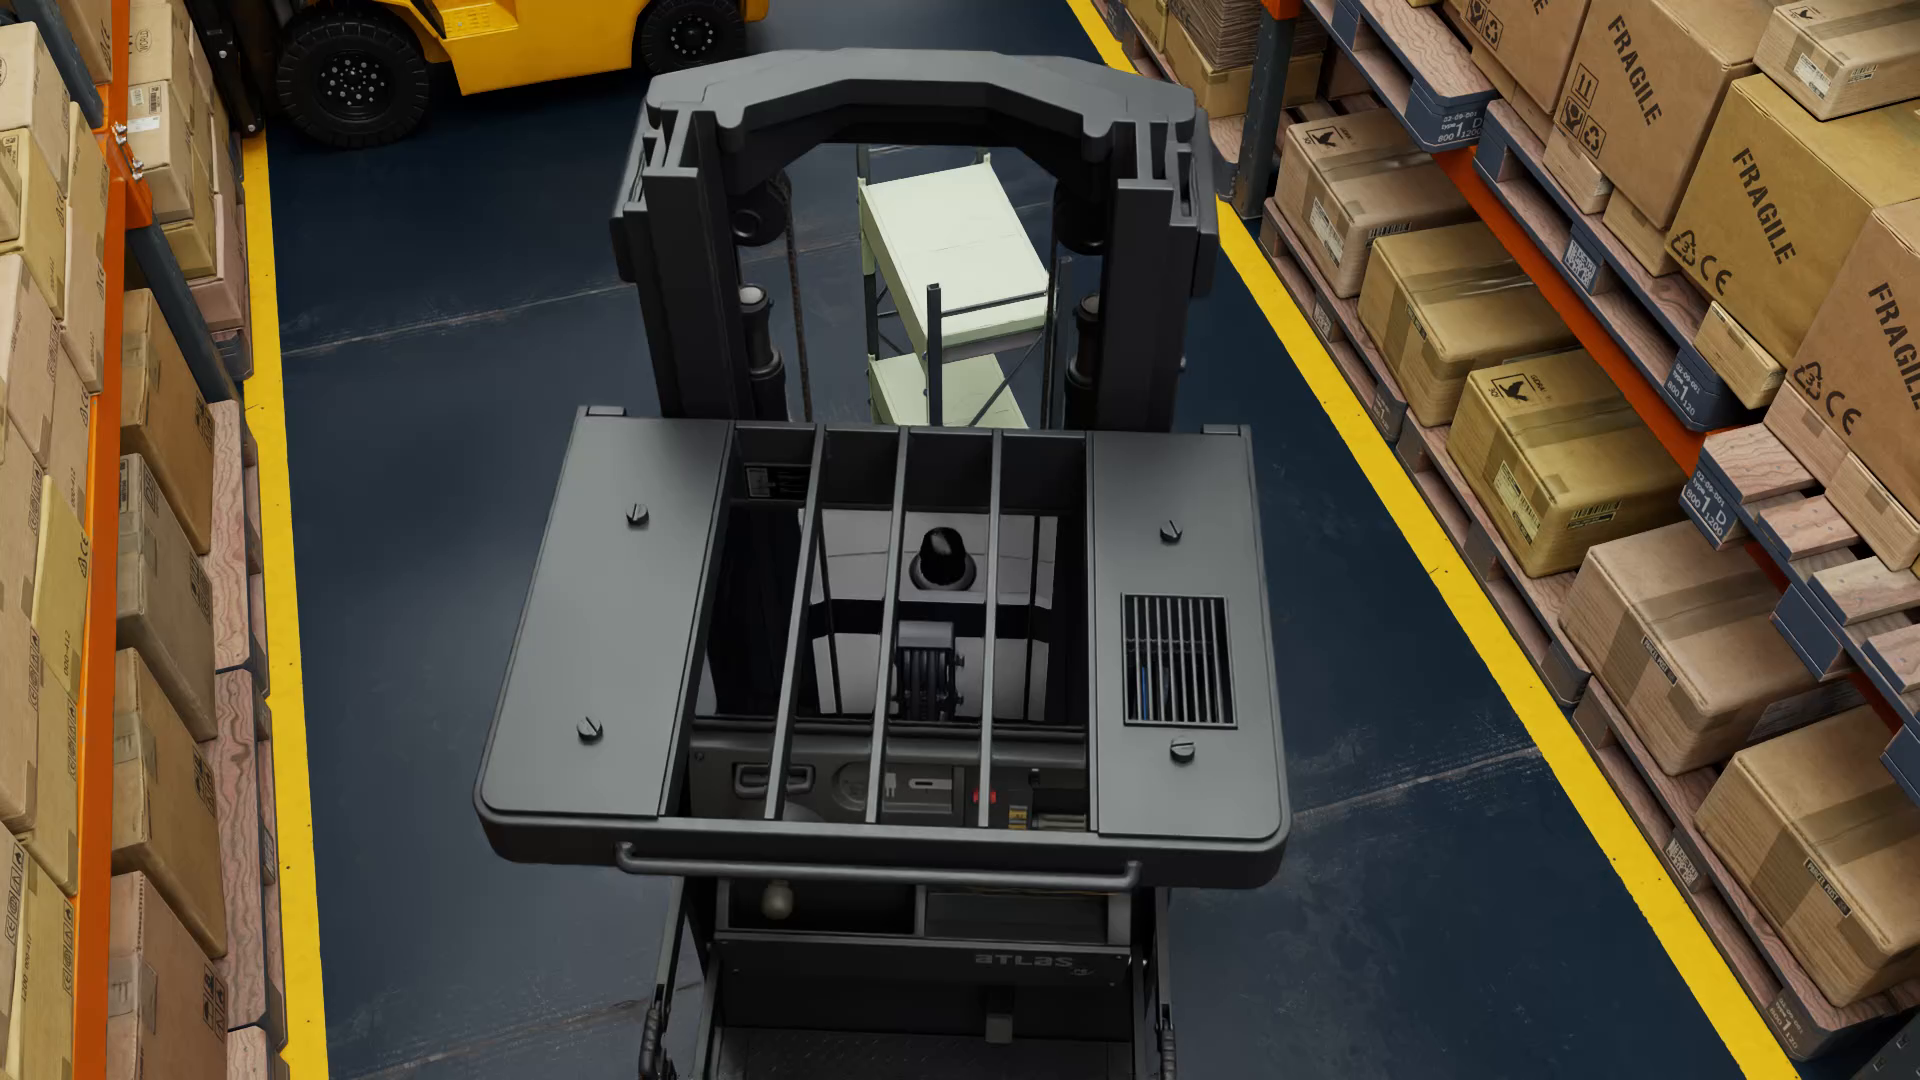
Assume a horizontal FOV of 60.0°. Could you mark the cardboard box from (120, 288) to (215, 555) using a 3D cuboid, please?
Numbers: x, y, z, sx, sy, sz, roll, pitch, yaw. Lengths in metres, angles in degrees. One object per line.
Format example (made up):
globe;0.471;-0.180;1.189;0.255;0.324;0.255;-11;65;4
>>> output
cardboard box;-2.951;-0.301;5.320;0.875;0.625;0.625;-11;51;-9

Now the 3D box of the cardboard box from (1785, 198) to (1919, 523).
cardboard box;2.244;-0.421;3.608;0.500;0.500;0.500;-14;51;-12

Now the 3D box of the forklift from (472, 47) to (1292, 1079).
forklift;-0.089;0.696;3.247;1.130;2.935;3.031;2;50;2

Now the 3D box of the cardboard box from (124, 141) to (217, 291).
cardboard box;-2.964;-1.143;5.948;0.500;0.250;0.500;-14;51;-11

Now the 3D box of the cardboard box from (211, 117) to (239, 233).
cardboard box;-3.107;-1.354;6.454;0.500;0.250;0.500;-14;51;-12

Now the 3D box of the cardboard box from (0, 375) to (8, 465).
cardboard box;-2.244;-0.249;3.508;0.380;0.149;0.250;-15;51;-12

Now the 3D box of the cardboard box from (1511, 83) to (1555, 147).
cardboard box;1.816;-1.262;4.741;0.380;0.149;0.250;-13;51;-11

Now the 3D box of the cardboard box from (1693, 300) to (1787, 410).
cardboard box;2.059;-0.491;4.091;0.380;0.149;0.250;-13;51;-10

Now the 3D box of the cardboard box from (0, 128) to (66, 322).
cardboard box;-2.567;-0.748;4.189;0.500;0.250;0.500;-15;51;-12

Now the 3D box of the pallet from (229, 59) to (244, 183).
pallet;-3.675;-1.894;7.208;1.003;0.211;1.213;-13;51;-11

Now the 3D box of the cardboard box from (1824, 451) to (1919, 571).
cardboard box;2.220;-0.107;3.768;0.380;0.149;0.250;-14;51;-11

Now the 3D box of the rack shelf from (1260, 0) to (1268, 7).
rack shelf;1.033;-3.664;7.347;1.077;0.370;4.000;-13;51;-11

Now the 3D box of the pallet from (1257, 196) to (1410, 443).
pallet;1.856;-0.968;6.428;1.003;0.211;1.213;-13;51;-11

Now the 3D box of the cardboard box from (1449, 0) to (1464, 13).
cardboard box;1.638;-1.925;4.876;0.500;0.500;0.500;-13;51;-11

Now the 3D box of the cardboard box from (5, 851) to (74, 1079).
cardboard box;-1.975;0.912;3.117;0.500;0.250;0.500;-14;51;-12

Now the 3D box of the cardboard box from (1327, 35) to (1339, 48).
cardboard box;1.708;-2.417;6.859;0.500;0.500;0.500;-11;51;-9

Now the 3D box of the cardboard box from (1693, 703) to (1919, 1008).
cardboard box;2.650;0.783;4.572;0.950;0.372;0.625;-16;52;-13

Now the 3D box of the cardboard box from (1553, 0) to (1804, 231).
cardboard box;1.933;-1.188;4.255;0.500;0.500;0.500;-15;52;-12

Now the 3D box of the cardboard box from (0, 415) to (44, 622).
cardboard box;-2.290;0.000;3.559;0.500;0.250;0.500;-13;51;-10

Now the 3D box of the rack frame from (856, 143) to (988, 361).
rack frame;-0.110;-0.756;5.406;0.400;1.500;0.023;-13;51;-11

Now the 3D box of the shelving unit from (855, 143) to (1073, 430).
shelving unit;-0.002;-0.488;5.181;0.431;1.500;0.755;-13;51;-11

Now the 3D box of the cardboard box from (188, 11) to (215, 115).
cardboard box;-3.252;-1.880;6.570;0.500;0.250;0.500;-14;51;-11

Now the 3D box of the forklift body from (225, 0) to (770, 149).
forklift body;-1.995;-2.985;6.860;2.313;2.155;1.214;-13;51;-11

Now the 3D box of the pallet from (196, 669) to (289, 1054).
pallet;-2.496;1.011;4.760;1.003;0.211;1.213;-13;51;-11

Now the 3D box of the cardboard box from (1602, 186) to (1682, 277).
cardboard box;1.952;-0.868;4.409;0.380;0.149;0.250;-15;51;-12

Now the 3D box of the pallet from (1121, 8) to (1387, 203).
pallet;1.392;-2.018;7.314;1.003;0.211;1.213;-13;51;-11

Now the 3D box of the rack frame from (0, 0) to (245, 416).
rack frame;-3.116;-1.310;4.892;1.000;3.000;0.127;-13;51;-11

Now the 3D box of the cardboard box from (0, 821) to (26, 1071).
cardboard box;-1.978;0.754;2.924;0.500;0.250;0.500;-12;51;-10

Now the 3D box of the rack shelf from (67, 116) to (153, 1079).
rack shelf;-2.524;0.383;3.936;1.077;0.370;4.000;-13;51;-11

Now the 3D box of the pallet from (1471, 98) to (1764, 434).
pallet;2.183;-0.888;4.662;1.003;0.211;1.213;-13;51;-11

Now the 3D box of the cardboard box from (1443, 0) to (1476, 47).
cardboard box;1.709;-1.640;5.060;0.380;0.149;0.250;-10;51;-9

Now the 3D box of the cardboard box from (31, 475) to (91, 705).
cardboard box;-2.285;0.159;3.753;0.500;0.250;0.500;-12;51;-10

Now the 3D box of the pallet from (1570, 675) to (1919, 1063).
pallet;2.578;0.814;4.925;1.003;0.211;1.213;-13;51;-11

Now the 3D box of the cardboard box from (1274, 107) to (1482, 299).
cardboard box;1.782;-1.341;6.362;0.950;0.372;0.625;-13;51;-11

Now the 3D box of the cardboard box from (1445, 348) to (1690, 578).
cardboard box;2.205;-0.309;5.492;0.950;0.372;0.625;-12;51;-10

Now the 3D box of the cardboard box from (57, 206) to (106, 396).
cardboard box;-2.563;-0.586;4.381;0.500;0.250;0.500;-14;51;-11

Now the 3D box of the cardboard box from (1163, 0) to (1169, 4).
cardboard box;1.041;-2.668;7.071;0.500;0.500;0.500;-12;51;-10

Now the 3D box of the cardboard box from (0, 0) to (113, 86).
cardboard box;-2.998;-1.725;5.177;0.500;0.500;0.500;-15;51;-12

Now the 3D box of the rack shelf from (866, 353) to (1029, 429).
rack shelf;-0.002;-0.278;5.430;0.431;0.370;0.720;-13;51;-11

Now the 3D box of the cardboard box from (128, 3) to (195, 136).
cardboard box;-3.101;-1.681;6.075;0.500;0.250;0.500;-13;51;-11

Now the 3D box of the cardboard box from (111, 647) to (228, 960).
cardboard box;-2.504;0.816;4.379;0.875;0.625;0.625;-15;52;-12

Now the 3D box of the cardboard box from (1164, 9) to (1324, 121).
cardboard box;1.193;-2.055;7.044;0.500;0.250;0.500;-11;51;-9
